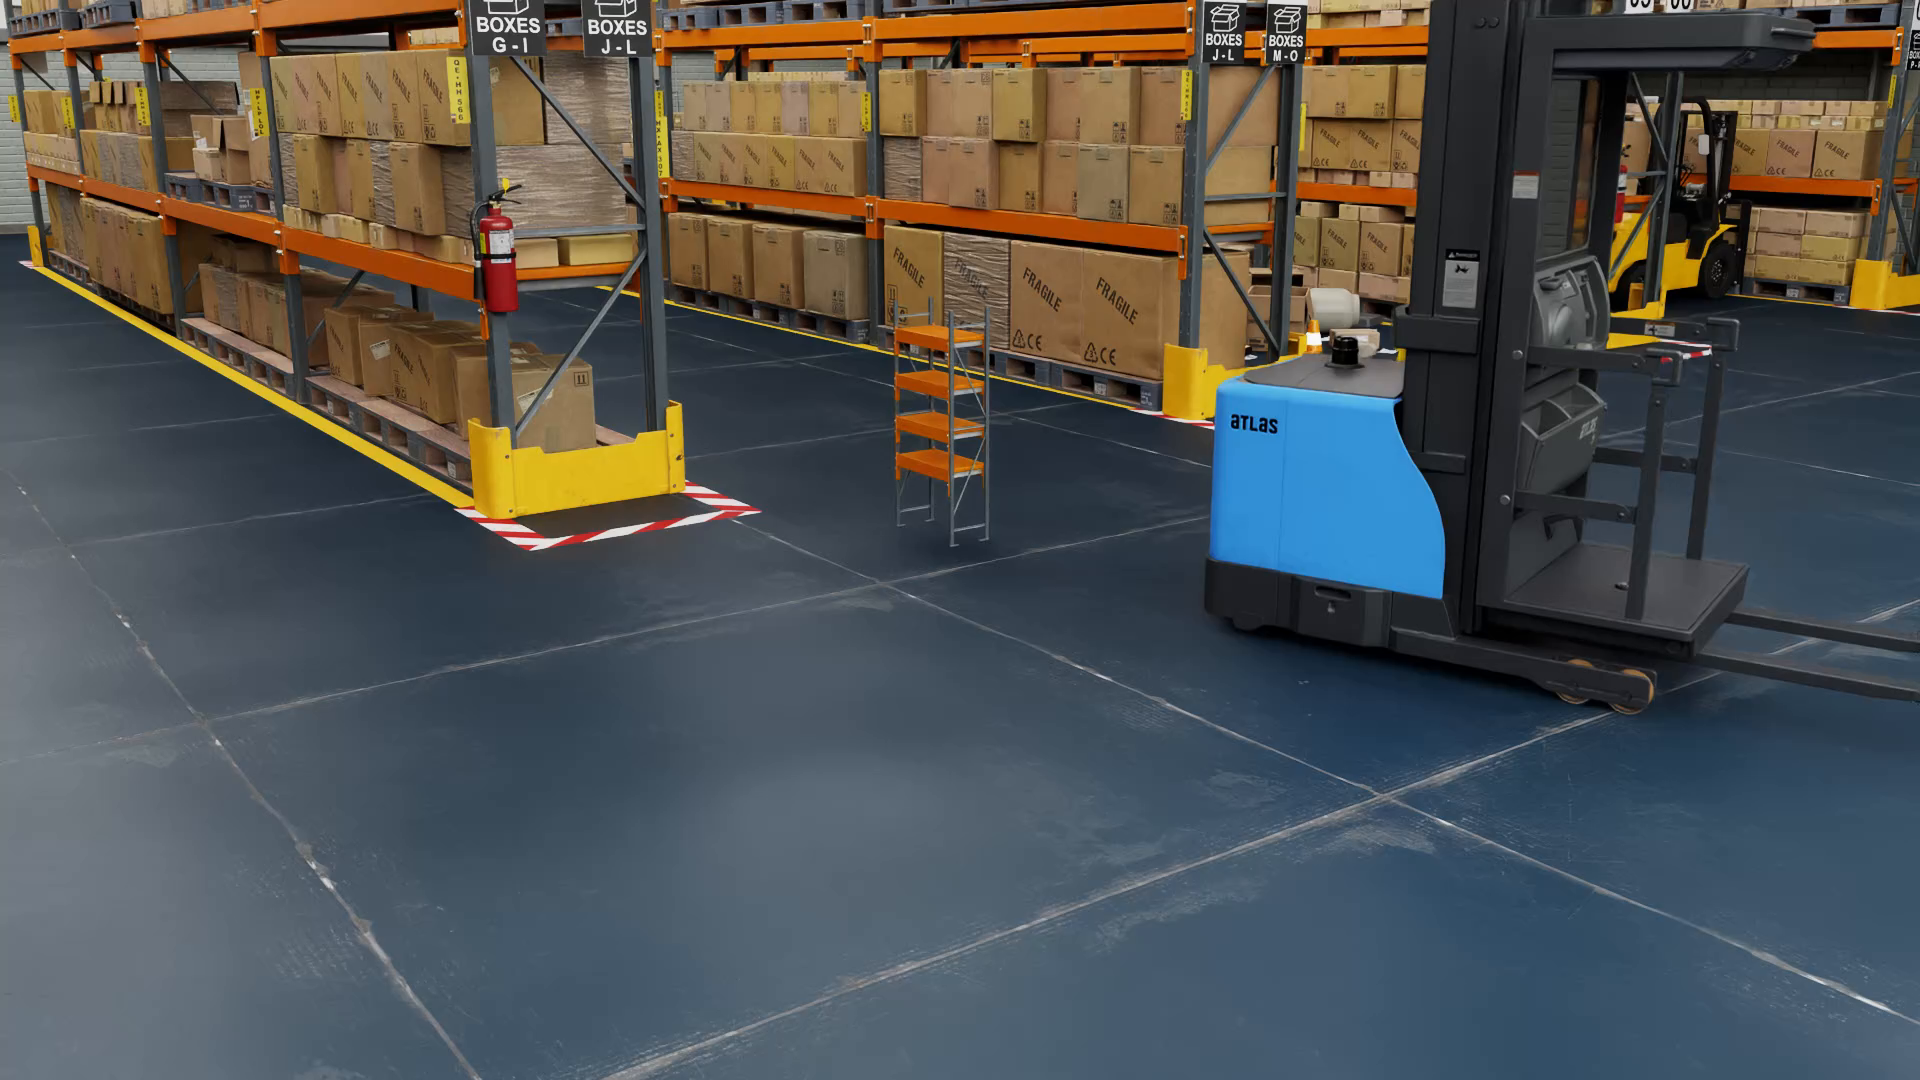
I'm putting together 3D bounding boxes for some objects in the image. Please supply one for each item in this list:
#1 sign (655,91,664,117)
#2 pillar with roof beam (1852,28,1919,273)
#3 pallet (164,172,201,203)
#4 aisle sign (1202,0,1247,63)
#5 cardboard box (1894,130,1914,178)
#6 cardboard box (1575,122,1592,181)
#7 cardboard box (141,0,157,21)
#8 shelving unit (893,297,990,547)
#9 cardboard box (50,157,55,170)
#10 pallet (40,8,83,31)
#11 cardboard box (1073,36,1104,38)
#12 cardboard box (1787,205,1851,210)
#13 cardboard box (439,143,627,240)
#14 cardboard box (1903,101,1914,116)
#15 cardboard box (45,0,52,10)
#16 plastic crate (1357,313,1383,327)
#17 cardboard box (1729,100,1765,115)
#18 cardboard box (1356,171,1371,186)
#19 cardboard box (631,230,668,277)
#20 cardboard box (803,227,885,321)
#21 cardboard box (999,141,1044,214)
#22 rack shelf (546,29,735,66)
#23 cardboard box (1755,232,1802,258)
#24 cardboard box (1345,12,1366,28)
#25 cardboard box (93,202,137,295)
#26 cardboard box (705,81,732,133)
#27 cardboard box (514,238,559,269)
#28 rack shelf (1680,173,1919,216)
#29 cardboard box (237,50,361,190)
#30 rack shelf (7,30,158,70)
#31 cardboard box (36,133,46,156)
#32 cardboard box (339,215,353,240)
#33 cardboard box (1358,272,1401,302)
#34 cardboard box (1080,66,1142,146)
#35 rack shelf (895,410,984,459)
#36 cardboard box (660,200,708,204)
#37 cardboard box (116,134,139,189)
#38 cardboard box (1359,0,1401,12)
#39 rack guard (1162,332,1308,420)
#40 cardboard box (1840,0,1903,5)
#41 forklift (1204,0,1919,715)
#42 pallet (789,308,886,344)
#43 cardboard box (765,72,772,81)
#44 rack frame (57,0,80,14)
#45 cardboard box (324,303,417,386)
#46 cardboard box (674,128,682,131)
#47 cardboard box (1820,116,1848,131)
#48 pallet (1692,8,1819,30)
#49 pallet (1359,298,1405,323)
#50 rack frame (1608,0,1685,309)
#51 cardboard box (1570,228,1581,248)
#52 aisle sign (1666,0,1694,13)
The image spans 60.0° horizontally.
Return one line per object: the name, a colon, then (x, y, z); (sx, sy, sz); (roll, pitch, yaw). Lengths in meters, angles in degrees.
sign: (-3.160, -4.553, 17.486); (0.100, 0.325, 0.005); (-11, 19, -35)
pillar with roof beam: (6.773, -6.486, 15.227); (9.100, 9.000, 0.400); (-11, 19, -35)
pallet: (-6.292, -3.142, 14.739); (1.213, 0.211, 1.003); (-11, 19, -35)
aisle sign: (1.777, -3.603, 11.133); (0.394, 0.787, 0.004); (-11, 19, -35)
cardboard box: (9.868, -4.169, 17.936); (0.500, 0.500, 0.500); (-10, 18, -33)
cardboard box: (5.380, -3.465, 14.802); (0.500, 0.500, 0.500); (-11, 19, -36)
cardboard box: (-6.727, -4.605, 14.322); (0.500, 0.250, 0.500); (-10, 18, -34)
shelving unit: (-0.097, -0.614, 8.547); (0.258, 1.200, 0.503); (-11, 19, -35)
cardboard box: (-10.498, -4.447, 19.617); (0.380, 0.149, 0.250); (-10, 18, -34)
pallet: (-9.622, -5.805, 18.590); (1.003, 0.211, 1.213); (-11, 19, -35)
cardboard box: (1.768, -6.200, 19.675); (0.700, 0.500, 0.500); (-11, 19, -35)
cardboard box: (9.509, -3.569, 18.451); (0.500, 0.250, 0.500); (-11, 19, -34)
cardboard box: (-2.395, -1.976, 9.360); (0.875, 0.500, 0.500); (-11, 19, -35)
cardboard box: (9.910, -4.581, 17.651); (0.380, 0.149, 0.250); (-11, 19, -36)
cardboard box: (-9.971, -6.244, 18.851); (0.700, 0.500, 0.500); (-10, 18, -32)
plastic crate: (3.830, -2.184, 16.404); (0.583, 0.080, 0.402); (10, 18, 33)
cardboard box: (8.722, -4.777, 18.366); (0.380, 0.149, 0.250); (-10, 18, -33)
cardboard box: (4.167, -3.608, 16.553); (0.380, 0.149, 0.250); (-11, 19, -35)
cardboard box: (-3.325, -3.216, 18.583); (0.500, 0.500, 0.500); (-11, 19, -35)
cardboard box: (-0.812, -2.501, 15.497); (1.050, 0.750, 0.750); (-11, 19, -35)
cardboard box: (0.809, -2.915, 13.260); (0.875, 0.550, 0.500); (-11, 19, -35)
rack shelf: (-3.902, -5.646, 19.202); (1.077, 0.370, 4.000); (-11, 19, -35)
cardboard box: (9.110, -3.253, 18.247); (0.500, 0.250, 0.500); (-11, 19, -35)
cardboard box: (4.014, -5.116, 16.379); (0.380, 0.149, 0.250); (-10, 18, -33)
cardboard box: (-8.231, -3.078, 17.370); (1.225, 0.875, 0.875); (-12, 19, -36)
cardboard box: (-2.172, -4.444, 17.048); (0.700, 0.500, 0.500); (-11, 19, -35)
cardboard box: (-2.428, -1.570, 9.106); (0.380, 0.149, 0.250); (-11, 19, -35)
rack shelf: (8.759, -4.052, 19.061); (1.077, 0.370, 4.000); (-11, 19, -35)
cardboard box: (-4.800, -3.200, 12.653); (1.000, 1.000, 1.000); (-11, 19, -34)
rack shelf: (-10.325, -5.752, 19.589); (1.077, 0.370, 4.000); (-11, 19, -35)
cardboard box: (-10.834, -4.788, 20.108); (0.500, 0.250, 0.500); (-12, 19, -36)
cardboard box: (-3.808, -2.040, 10.822); (0.380, 0.149, 0.250); (-11, 19, -35)
cardboard box: (4.336, -2.538, 16.580); (0.500, 0.250, 0.500); (-11, 19, -35)
cardboard box: (1.393, -3.192, 12.227); (0.875, 0.550, 0.550); (-11, 19, -35)
rack shelf: (-0.097, -0.549, 8.565); (0.258, 0.148, 0.480); (-11, 19, -35)
cardboard box: (-3.234, -3.771, 19.189); (0.500, 0.250, 0.500); (-11, 19, -35)
cardboard box: (-7.885, -3.703, 16.236); (0.500, 0.500, 0.500); (-12, 19, -36)
cardboard box: (4.202, -5.218, 15.999); (0.500, 0.250, 0.500); (-11, 19, -34)
rack guard: (1.992, -1.200, 12.013); (1.175, 0.500, 0.348); (-11, 19, -35)
cardboard box: (9.478, -5.774, 17.135); (0.500, 0.500, 0.500); (-10, 18, -33)
forklift: (2.557, -0.922, 6.392); (3.031, 2.935, 1.130); (10, 18, 34)
pallet: (-0.889, -2.073, 15.750); (1.003, 0.211, 1.213); (-11, 19, -35)
cardboard box: (-2.750, -7.062, 25.385); (0.380, 0.149, 0.250); (-11, 19, -34)
rack frame: (-9.149, -7.118, 17.538); (1.000, 3.000, 0.127); (-11, 19, -35)
cardboard box: (-4.243, -1.422, 12.028); (0.500, 0.500, 0.500); (-12, 19, -36)
cardboard box: (-3.009, -4.536, 18.583); (0.380, 0.149, 0.250); (-10, 18, -32)
cardboard box: (9.330, -4.413, 17.601); (0.380, 0.149, 0.250); (-11, 18, -34)
pallet: (8.819, -5.792, 18.540); (1.003, 0.211, 1.213); (-11, 19, -35)
pallet: (4.715, -2.311, 16.620); (1.003, 0.211, 1.213); (-11, 19, -35)
rack frame: (5.922, -3.201, 14.588); (1.000, 3.000, 0.127); (-11, 19, -35)
cardboard box: (5.657, -2.659, 15.601); (0.500, 0.500, 0.500); (-12, 19, -36)
aisle sign: (6.209, -4.489, 14.372); (0.394, 0.787, 0.004); (-11, 19, -35)
